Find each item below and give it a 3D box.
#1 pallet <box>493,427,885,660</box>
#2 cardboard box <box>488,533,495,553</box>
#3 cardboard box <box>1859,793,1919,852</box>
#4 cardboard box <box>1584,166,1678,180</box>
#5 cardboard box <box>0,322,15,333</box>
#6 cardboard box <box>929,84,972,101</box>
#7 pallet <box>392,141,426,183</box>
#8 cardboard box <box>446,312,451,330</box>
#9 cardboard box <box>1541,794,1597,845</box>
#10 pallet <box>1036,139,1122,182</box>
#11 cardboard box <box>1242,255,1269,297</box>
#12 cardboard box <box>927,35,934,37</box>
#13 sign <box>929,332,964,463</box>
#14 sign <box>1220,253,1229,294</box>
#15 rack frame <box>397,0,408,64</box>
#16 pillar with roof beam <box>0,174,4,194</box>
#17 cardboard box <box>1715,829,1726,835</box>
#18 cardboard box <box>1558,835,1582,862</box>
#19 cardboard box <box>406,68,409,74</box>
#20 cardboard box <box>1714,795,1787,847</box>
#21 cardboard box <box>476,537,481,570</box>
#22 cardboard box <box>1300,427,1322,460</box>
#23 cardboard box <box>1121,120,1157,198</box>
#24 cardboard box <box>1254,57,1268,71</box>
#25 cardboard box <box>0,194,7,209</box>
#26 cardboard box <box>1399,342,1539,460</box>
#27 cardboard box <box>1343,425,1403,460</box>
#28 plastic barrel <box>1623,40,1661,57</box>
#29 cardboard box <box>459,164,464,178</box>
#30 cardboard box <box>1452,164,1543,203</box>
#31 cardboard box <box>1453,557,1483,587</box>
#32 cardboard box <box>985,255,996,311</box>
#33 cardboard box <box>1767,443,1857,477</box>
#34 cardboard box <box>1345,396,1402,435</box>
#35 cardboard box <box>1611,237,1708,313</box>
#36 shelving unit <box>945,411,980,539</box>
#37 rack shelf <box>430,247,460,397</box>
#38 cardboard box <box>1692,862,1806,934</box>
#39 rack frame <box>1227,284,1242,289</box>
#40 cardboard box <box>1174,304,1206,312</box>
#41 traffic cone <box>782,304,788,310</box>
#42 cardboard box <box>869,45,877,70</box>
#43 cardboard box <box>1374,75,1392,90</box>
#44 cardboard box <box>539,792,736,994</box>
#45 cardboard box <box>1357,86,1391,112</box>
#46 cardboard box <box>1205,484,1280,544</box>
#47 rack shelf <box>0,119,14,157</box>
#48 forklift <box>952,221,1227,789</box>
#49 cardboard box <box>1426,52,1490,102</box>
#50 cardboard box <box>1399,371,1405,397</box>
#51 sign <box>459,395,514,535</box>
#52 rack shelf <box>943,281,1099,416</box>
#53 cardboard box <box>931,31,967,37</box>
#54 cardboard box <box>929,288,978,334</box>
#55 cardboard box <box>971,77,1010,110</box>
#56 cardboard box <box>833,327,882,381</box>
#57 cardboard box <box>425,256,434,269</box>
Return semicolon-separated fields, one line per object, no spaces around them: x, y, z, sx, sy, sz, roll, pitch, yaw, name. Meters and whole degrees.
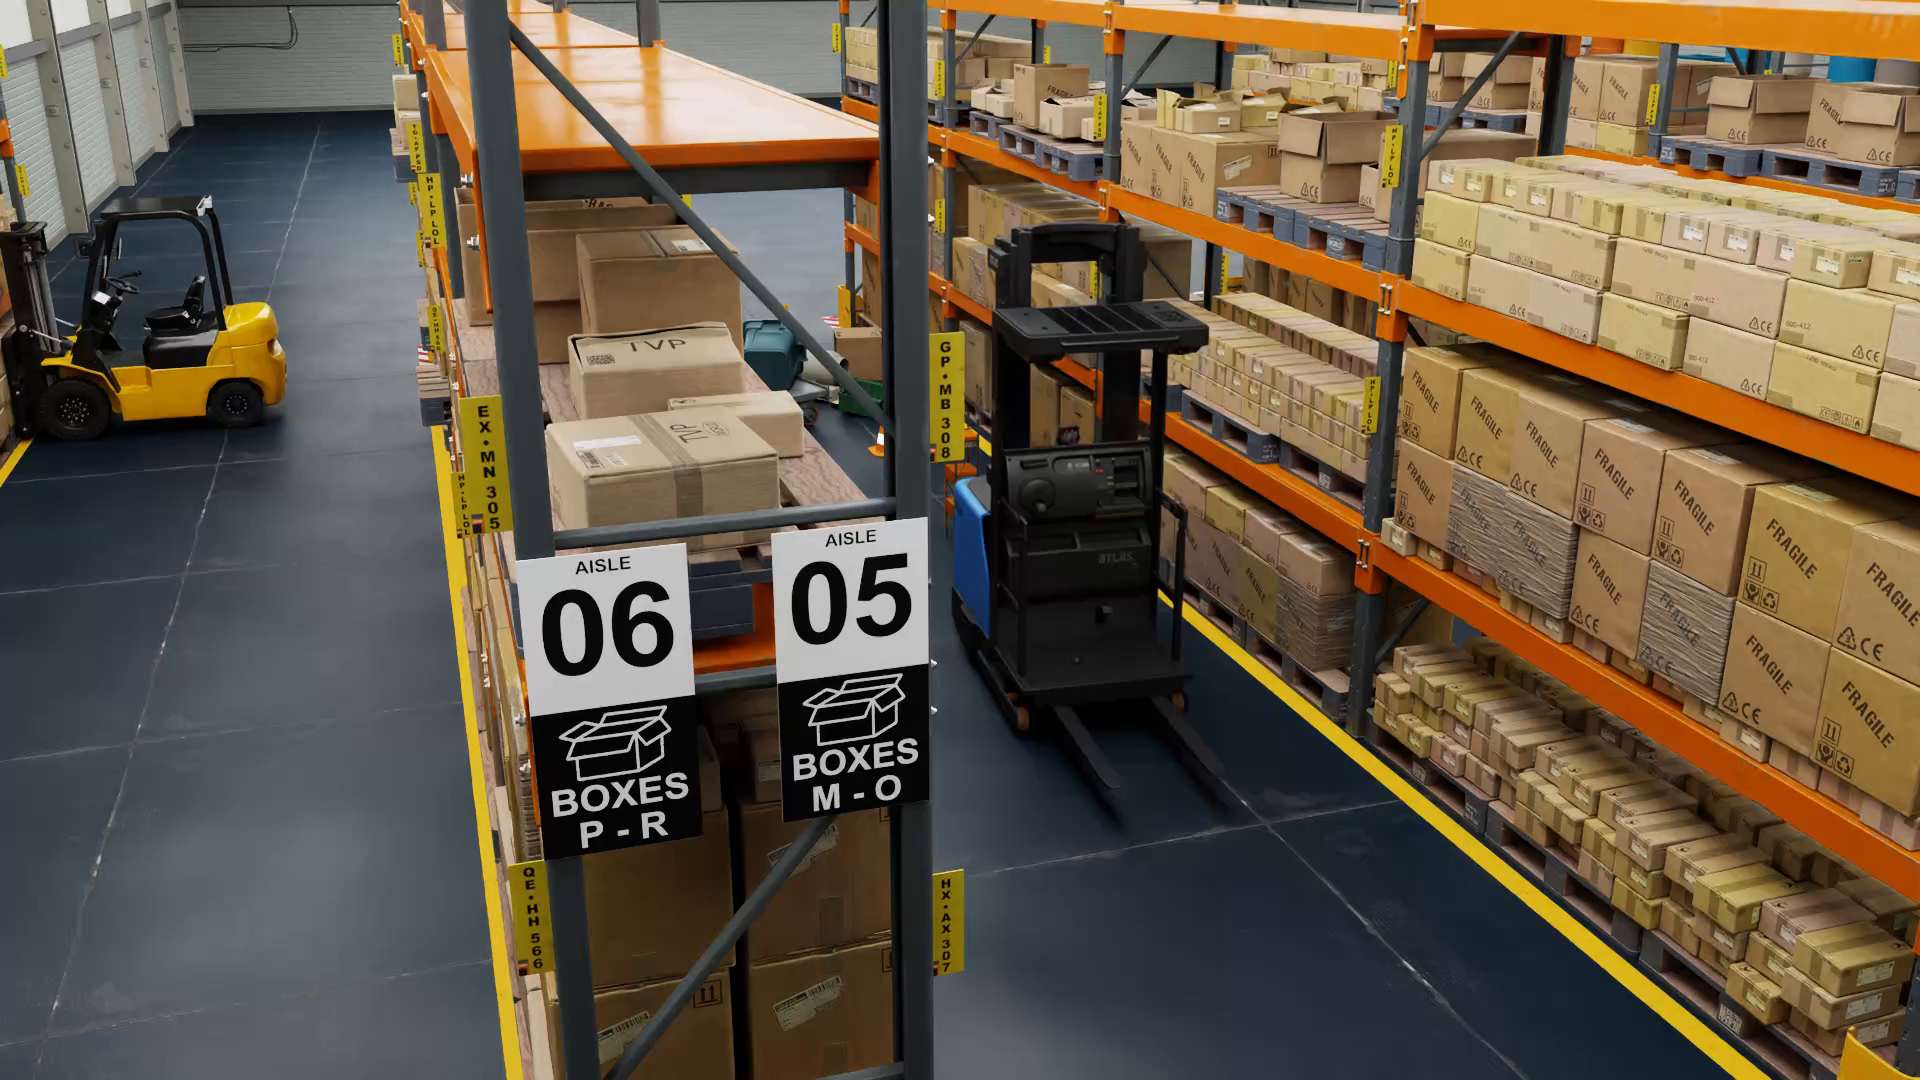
-0.809;-0.040;4.785;1.003;0.211;1.213;-6;21;-17;pallet
-1.678;-0.078;6.611;0.380;0.149;0.250;-7;21;-19;cardboard box
3.731;1.052;6.422;0.380;0.149;0.250;-6;21;-17;cardboard box
3.412;-1.810;8.475;0.380;0.149;0.250;-6;21;-17;cardboard box
-9.531;-1.975;16.444;0.500;0.250;0.500;-6;21;-17;cardboard box
-0.088;-4.464;16.572;0.380;0.149;0.250;-6;21;-17;cardboard box
-3.916;-3.066;13.355;1.213;0.211;1.003;-6;21;-17;pallet
-2.993;-1.176;10.626;0.500;0.500;0.500;-6;21;-17;cardboard box
3.149;1.372;8.315;0.380;0.149;0.250;-6;21;-17;cardboard box
1.334;-3.083;13.404;1.213;0.211;1.003;-5;20;-15;pallet
3.993;-3.440;21.633;0.500;0.500;0.500;-3;20;-7;cardboard box
-0.484;-5.245;17.566;0.380;0.149;0.250;-7;21;-18;cardboard box
-0.037;-0.351;4.108;0.100;0.325;0.005;-6;21;-17;sign
2.099;-2.127;13.306;0.100;0.325;0.005;-6;21;-17;sign
-5.595;-6.391;17.898;1.000;3.000;0.127;-6;21;-17;rack frame
-8.742;-7.926;22.172;9.100;9.000;0.400;-6;21;-17;pillar with roof beam
3.836;1.485;8.001;0.380;0.149;0.250;-7;21;-20;cardboard box
3.255;1.508;8.377;0.380;0.149;0.250;-6;21;-16;cardboard box
-5.381;-4.685;16.776;0.380;0.149;0.250;-6;21;-16;cardboard box
3.866;1.337;7.972;0.380;0.149;0.250;-6;20;-15;cardboard box
-2.193;0.003;8.454;0.500;0.250;0.500;-6;21;-17;cardboard box
2.373;-0.625;10.469;0.380;0.149;0.250;-6;21;-17;cardboard box
1.514;-2.806;12.207;0.500;0.500;0.500;-6;21;-17;cardboard box
3.866;-5.875;20.531;0.380;0.149;0.250;-7;21;-18;cardboard box
-9.993;-3.439;17.006;0.380;0.149;0.250;-6;21;-17;cardboard box
2.755;-0.762;9.034;0.500;0.500;0.500;-6;21;-16;cardboard box
2.532;-0.601;9.964;0.380;0.149;0.250;-6;21;-16;cardboard box
8.994;-6.493;21.718;0.600;0.588;0.600;0;20;0;plastic barrel
-3.369;-2.765;12.091;0.700;0.500;0.500;-6;21;-17;cardboard box
2.760;-1.829;8.527;0.380;0.149;0.250;-7;21;-20;cardboard box
2.908;0.124;9.007;0.380;0.149;0.250;-7;21;-20;cardboard box
0.554;-2.370;15.429;0.500;0.500;0.500;-6;21;-17;cardboard box
3.905;-0.152;7.336;0.500;0.500;0.500;-7;21;-18;cardboard box
2.533;-0.743;9.918;0.380;0.149;0.250;-5;20;-15;cardboard box
3.247;-1.181;7.311;0.500;0.250;0.500;-7;21;-20;cardboard box
0.017;-0.477;13.191;0.215;1.050;0.252;-6;21;-17;shelving unit
-2.452;-1.432;9.593;1.077;0.370;4.000;-6;21;-17;rack shelf
3.468;1.573;7.316;0.380;0.149;0.250;-7;21;-18;cardboard box
3.813;-4.621;21.844;1.000;3.000;0.127;-6;21;-17;rack frame
1.635;-1.664;12.481;0.380;0.149;0.250;-7;21;-19;cardboard box
-2.109;-2.611;20.001;0.336;0.463;0.334;-6;21;-17;traffic cone
-0.700;-5.345;18.436;0.500;0.250;0.500;-7;21;-18;cardboard box
4.694;-4.940;17.926;0.380;0.149;0.250;-6;21;-16;cardboard box
-0.944;0.920;4.792;0.500;0.500;0.500;-6;21;-15;cardboard box
4.679;-4.797;18.119;0.500;0.250;0.500;-6;21;-15;cardboard box
2.042;-0.196;11.492;0.500;0.250;0.500;-7;21;-20;cardboard box
-9.677;-3.471;15.269;1.077;0.370;4.000;-6;21;-17;rack shelf
0.788;-0.347;10.045;1.130;2.935;3.031;-5;20;-13;forklift
5.124;-4.834;17.225;0.797;0.503;0.637;-7;21;-20;cardboard box
2.986;-0.981;10.582;0.380;0.149;0.250;-6;21;-17;cardboard box
-1.085;-0.171;3.826;0.100;0.325;0.005;-6;21;-17;sign
0.958;-1.862;15.228;1.077;0.370;4.000;-6;21;-17;rack shelf
-0.100;-5.560;18.443;0.380;0.149;0.250;-7;21;-18;cardboard box
0.198;-2.250;17.764;0.875;0.875;0.875;-6;21;-16;cardboard box
0.282;-4.216;15.708;0.258;0.266;0.396;-7;21;-18;cardboard box
-1.132;-2.057;18.399;0.500;0.500;0.500;-3;20;-8;cardboard box
-3.991;-2.004;13.348;0.500;0.500;0.500;-7;21;-19;cardboard box
